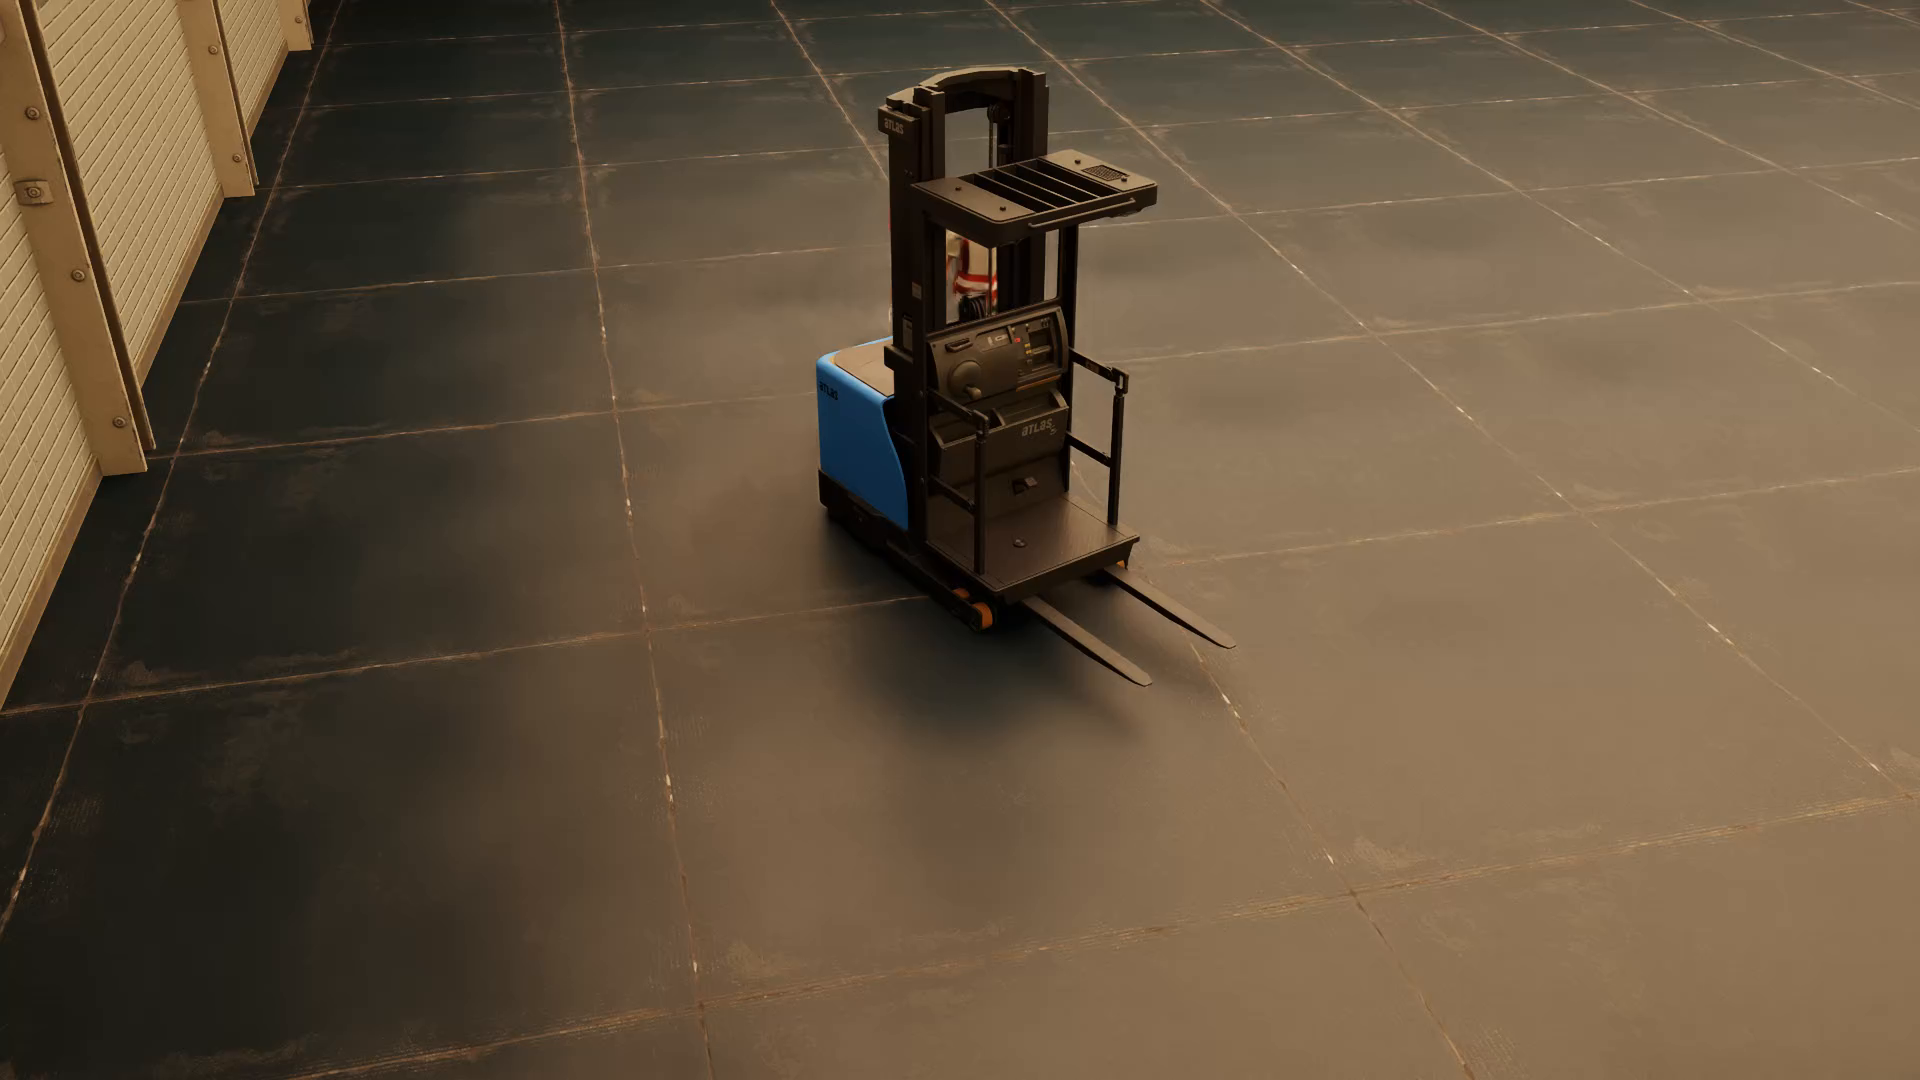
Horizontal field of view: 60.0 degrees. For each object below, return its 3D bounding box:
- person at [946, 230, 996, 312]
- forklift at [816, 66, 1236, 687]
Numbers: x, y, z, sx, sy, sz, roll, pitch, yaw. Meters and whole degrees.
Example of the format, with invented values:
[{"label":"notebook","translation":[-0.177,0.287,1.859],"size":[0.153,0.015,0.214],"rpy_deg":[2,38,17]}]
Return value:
[{"label":"person","translation":[0.139,-1.780,11.874],"size":[0.650,1.708,0.735],"rpy_deg":[7,31,11]},{"label":"forklift","translation":[0.355,-1.021,9.338],"size":[1.130,2.935,3.031],"rpy_deg":[-20,35,-30]}]
